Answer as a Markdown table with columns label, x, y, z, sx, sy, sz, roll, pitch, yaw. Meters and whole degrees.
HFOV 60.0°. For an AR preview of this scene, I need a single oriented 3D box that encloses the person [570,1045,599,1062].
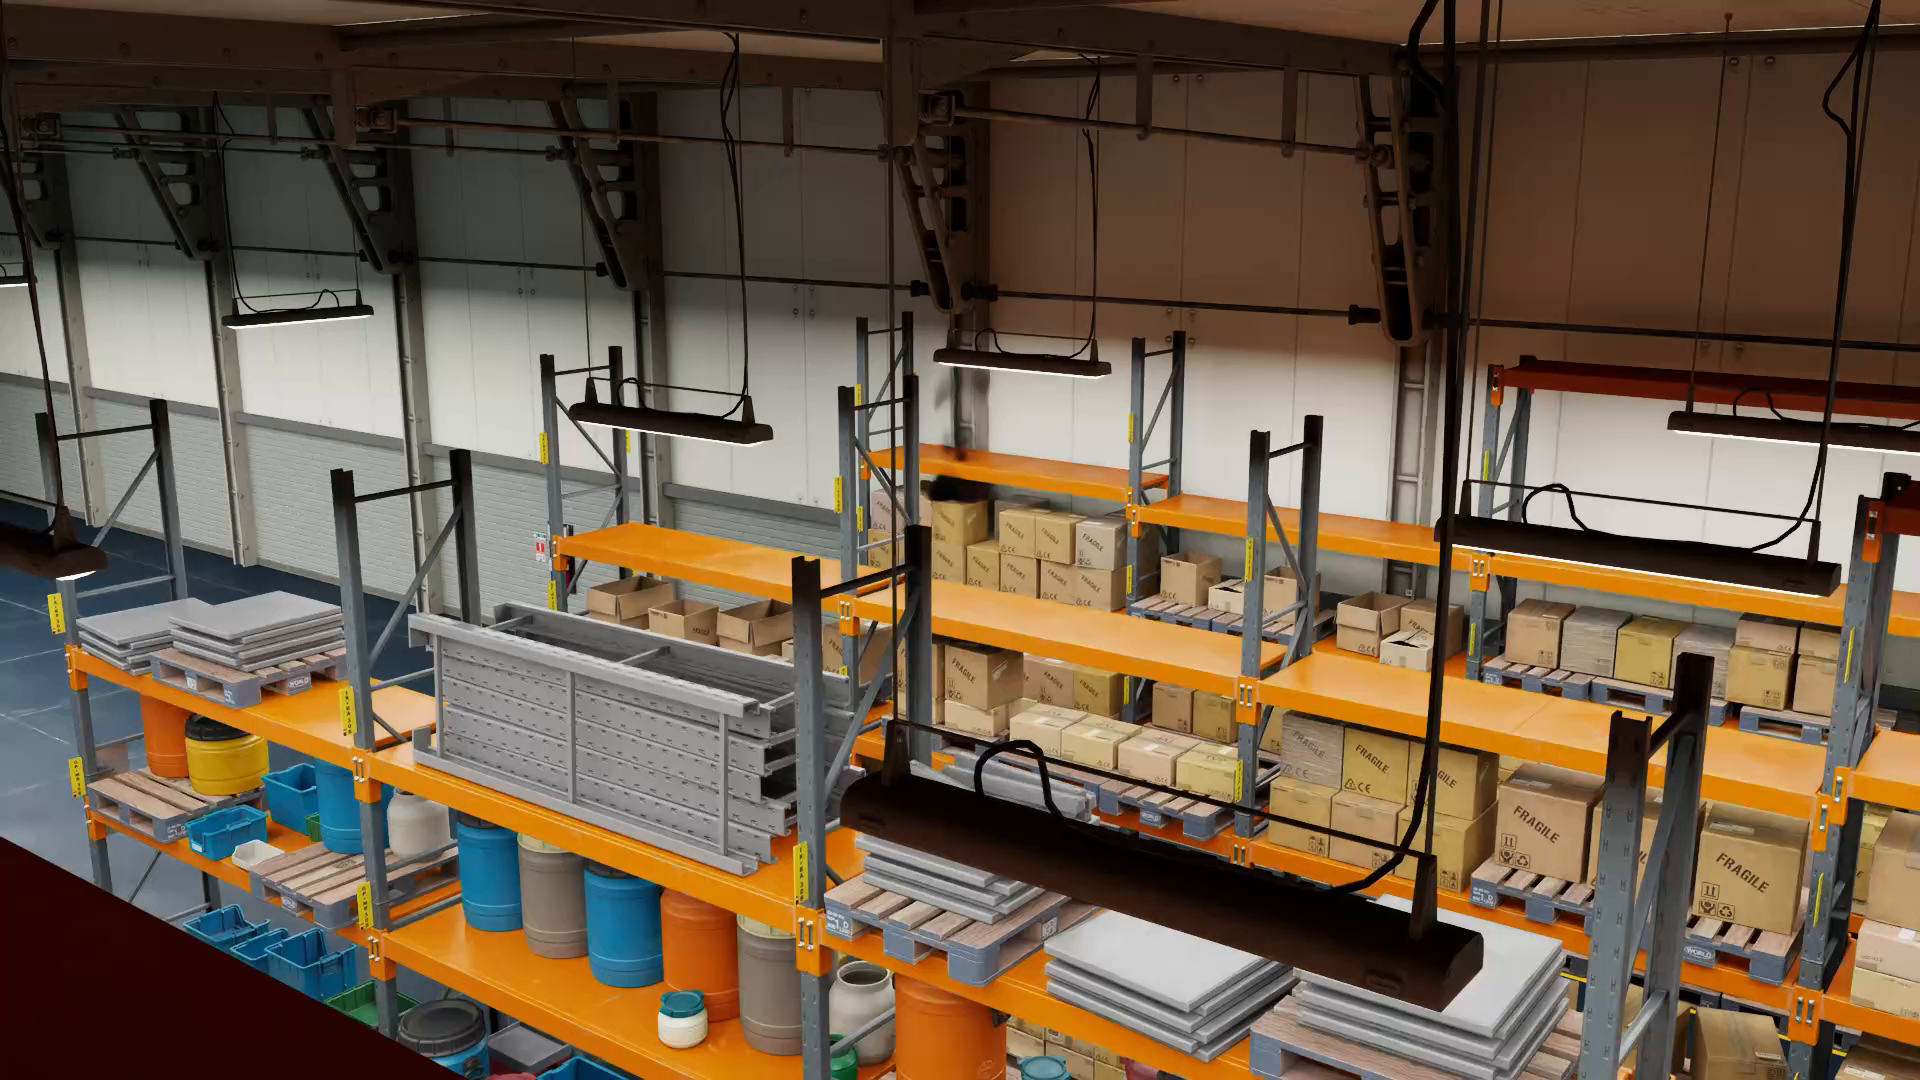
| label | x | y | z | sx | sy | sz | roll | pitch | yaw |
| --- | --- | --- | --- | --- | --- | --- | --- | --- | --- |
| person | -3.475 | 3.909 | 14.610 | 0.617 | 1.731 | 0.686 | 7 | 15 | 26 |
